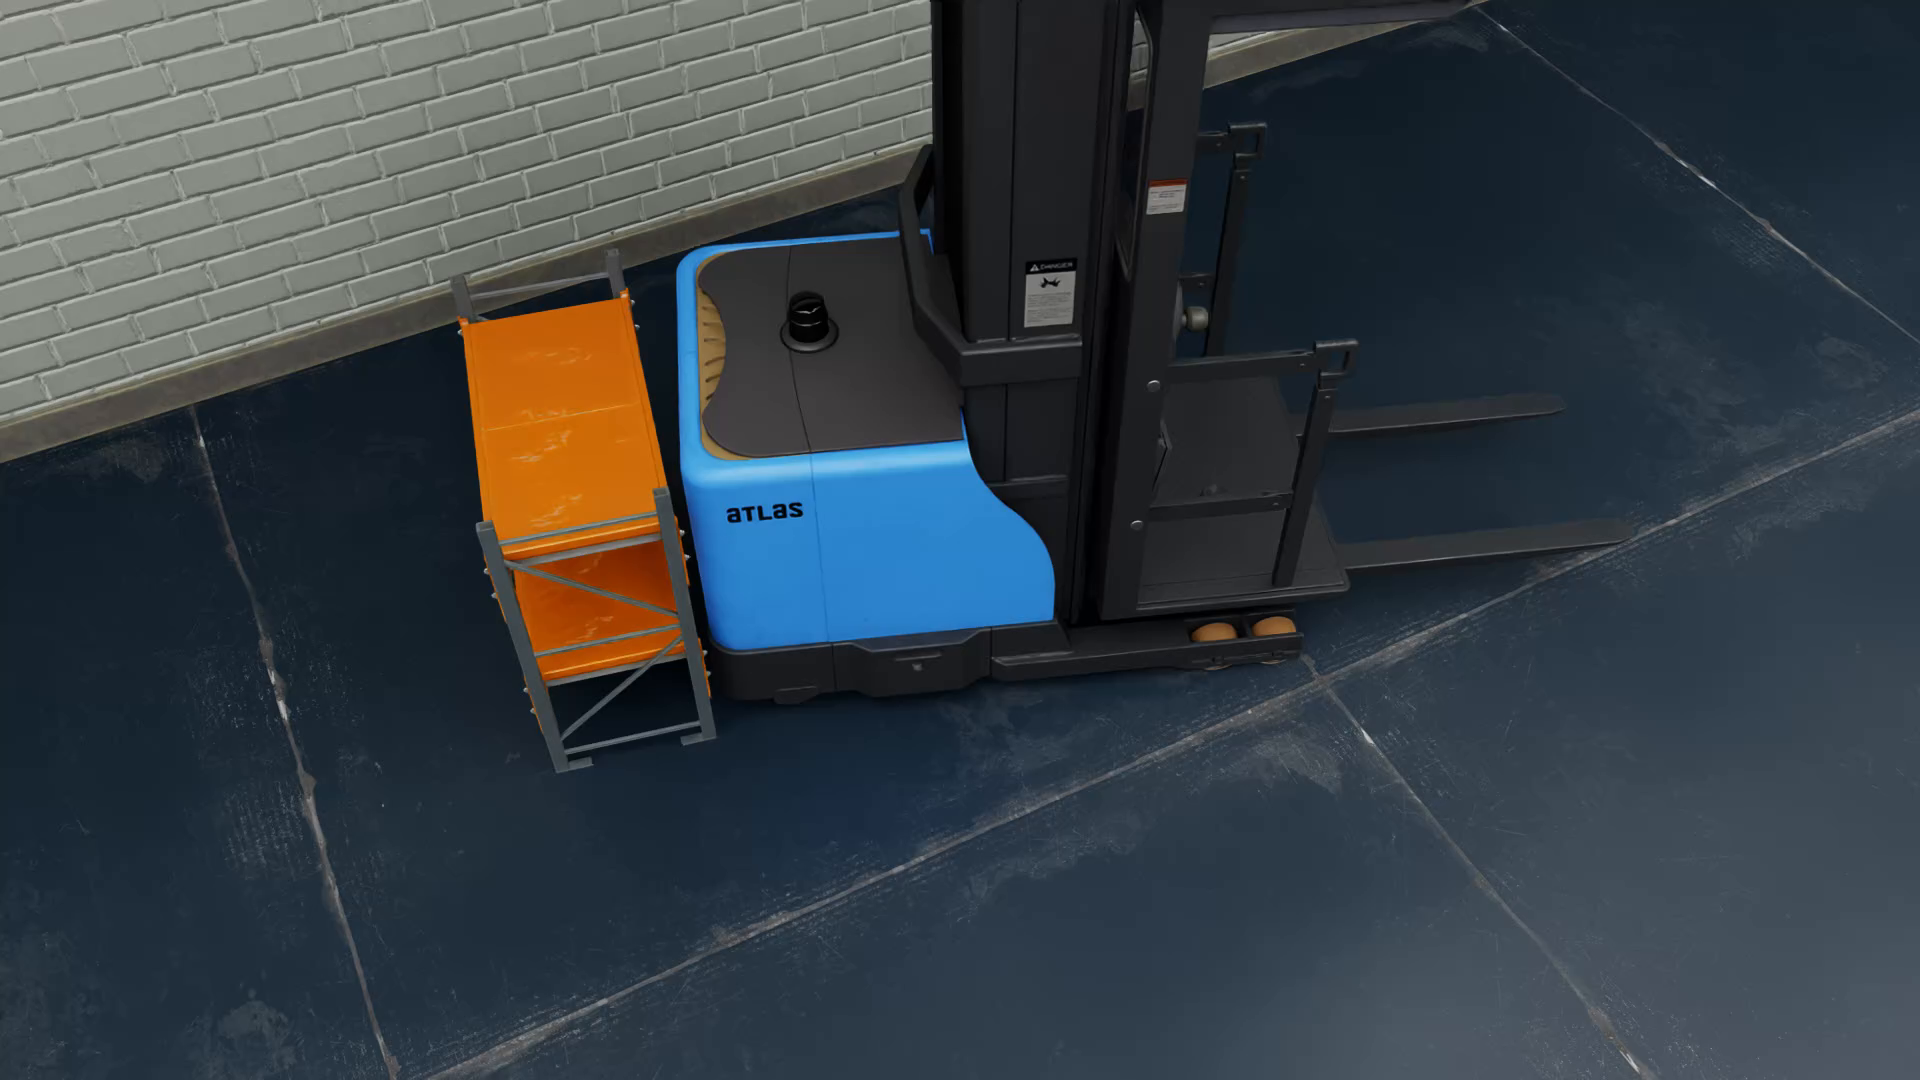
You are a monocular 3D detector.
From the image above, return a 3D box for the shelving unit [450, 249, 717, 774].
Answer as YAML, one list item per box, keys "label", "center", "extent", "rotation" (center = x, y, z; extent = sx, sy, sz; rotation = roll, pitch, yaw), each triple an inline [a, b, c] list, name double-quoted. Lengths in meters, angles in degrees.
- label: "shelving unit"
  center: [-1.139, -0.081, 5.073]
  extent: [0.538, 1.125, 1.048]
  rotation: [-12, 50, -10]

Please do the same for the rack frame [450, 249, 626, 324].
- label: "rack frame"
  center: [-1.271, -0.450, 5.396]
  extent: [0.500, 1.125, 0.032]
  rotation: [-12, 50, -10]

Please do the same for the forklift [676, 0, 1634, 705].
- label: "forklift"
  center: [0.673, -0.937, 4.623]
  extent: [3.031, 2.935, 1.130]
  rotation: [-5, 49, -5]

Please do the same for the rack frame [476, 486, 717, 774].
- label: "rack frame"
  center: [-1.006, 0.289, 4.750]
  extent: [0.500, 1.125, 0.032]
  rotation: [-12, 50, -10]

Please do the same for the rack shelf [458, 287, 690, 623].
- label: "rack shelf"
  center: [-1.139, -0.273, 4.853]
  extent: [0.538, 0.278, 1.000]
  rotation: [-12, 50, -10]

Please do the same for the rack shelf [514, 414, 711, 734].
- label: "rack shelf"
  center: [-1.139, 0.080, 5.257]
  extent: [0.538, 0.278, 1.000]
  rotation: [-12, 50, -10]
